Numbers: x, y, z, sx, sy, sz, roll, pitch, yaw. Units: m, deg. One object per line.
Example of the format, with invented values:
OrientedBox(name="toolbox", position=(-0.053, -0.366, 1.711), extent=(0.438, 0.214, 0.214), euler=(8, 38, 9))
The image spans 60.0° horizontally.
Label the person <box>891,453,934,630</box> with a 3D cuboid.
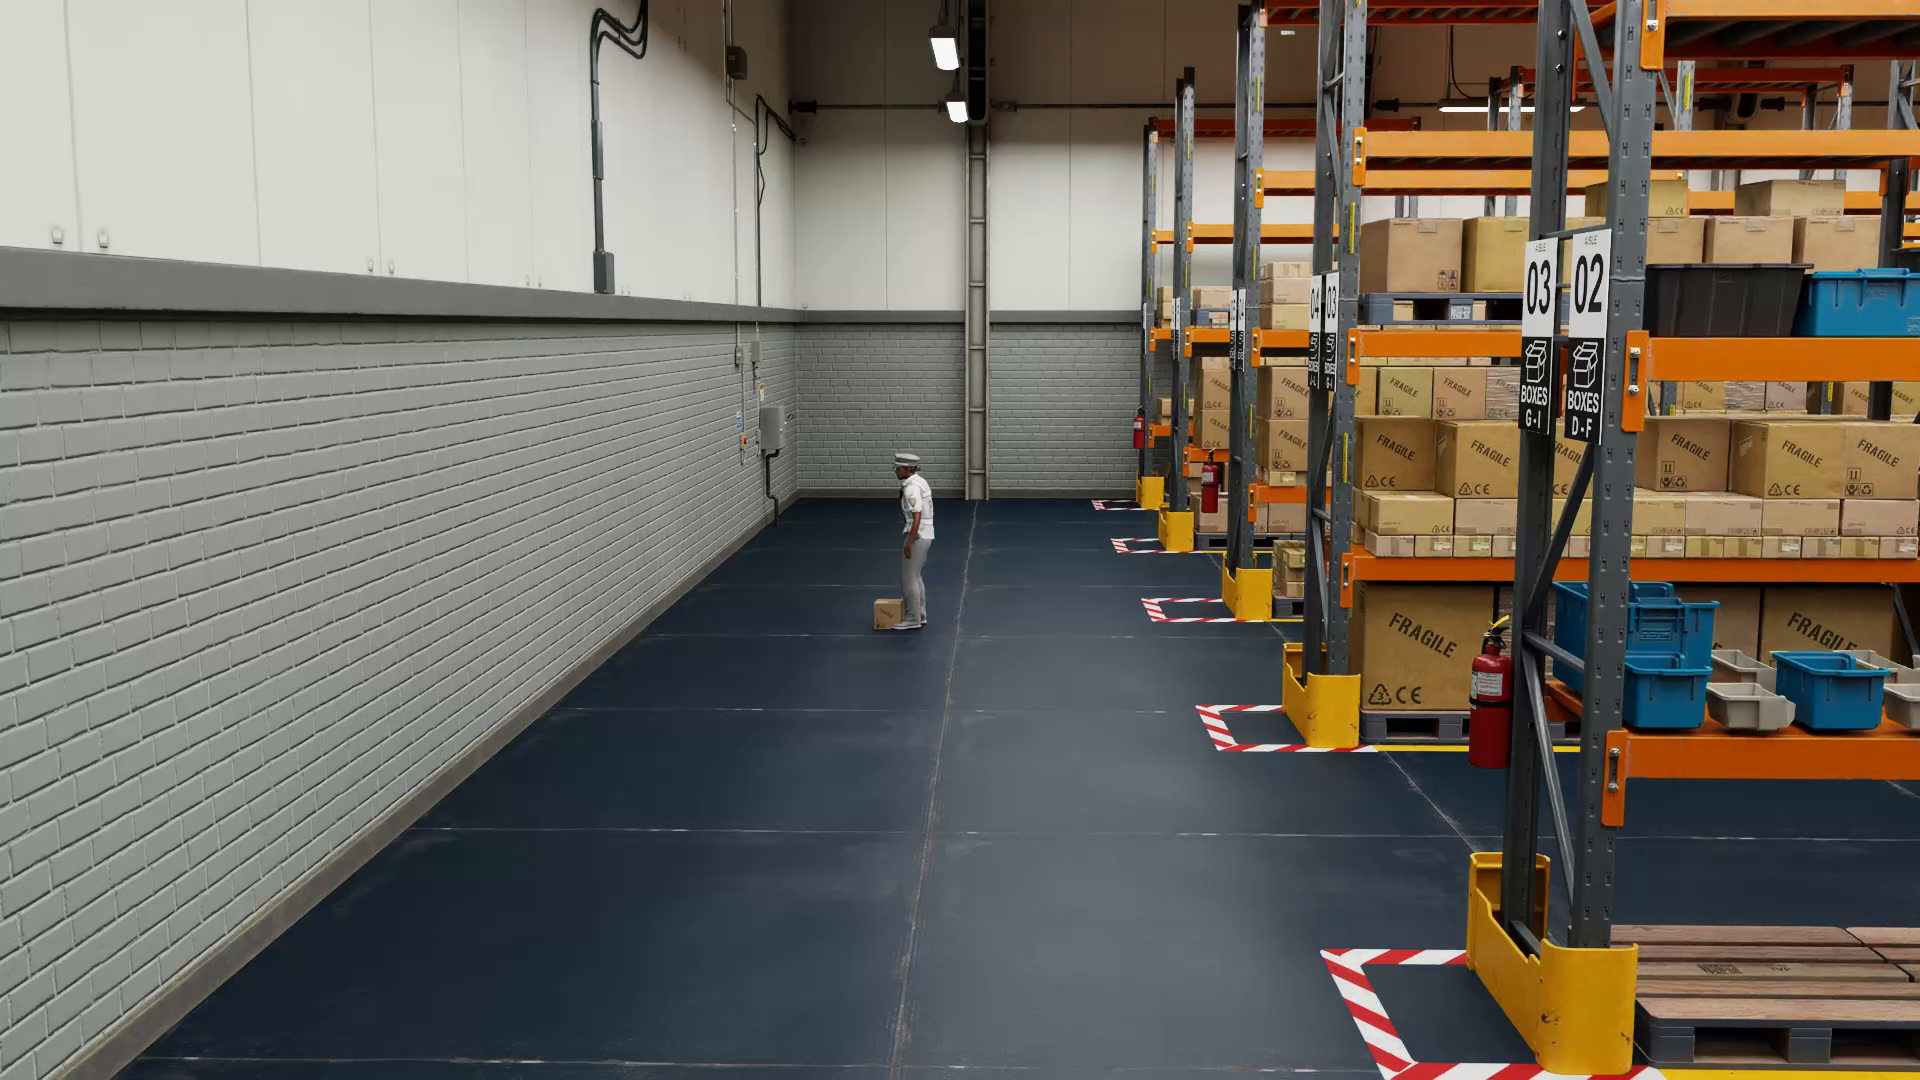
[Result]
OrientedBox(name="person", position=(-0.450, 0.006, 15.729), extent=(0.417, 1.659, 0.505), euler=(0, 7, 2))
